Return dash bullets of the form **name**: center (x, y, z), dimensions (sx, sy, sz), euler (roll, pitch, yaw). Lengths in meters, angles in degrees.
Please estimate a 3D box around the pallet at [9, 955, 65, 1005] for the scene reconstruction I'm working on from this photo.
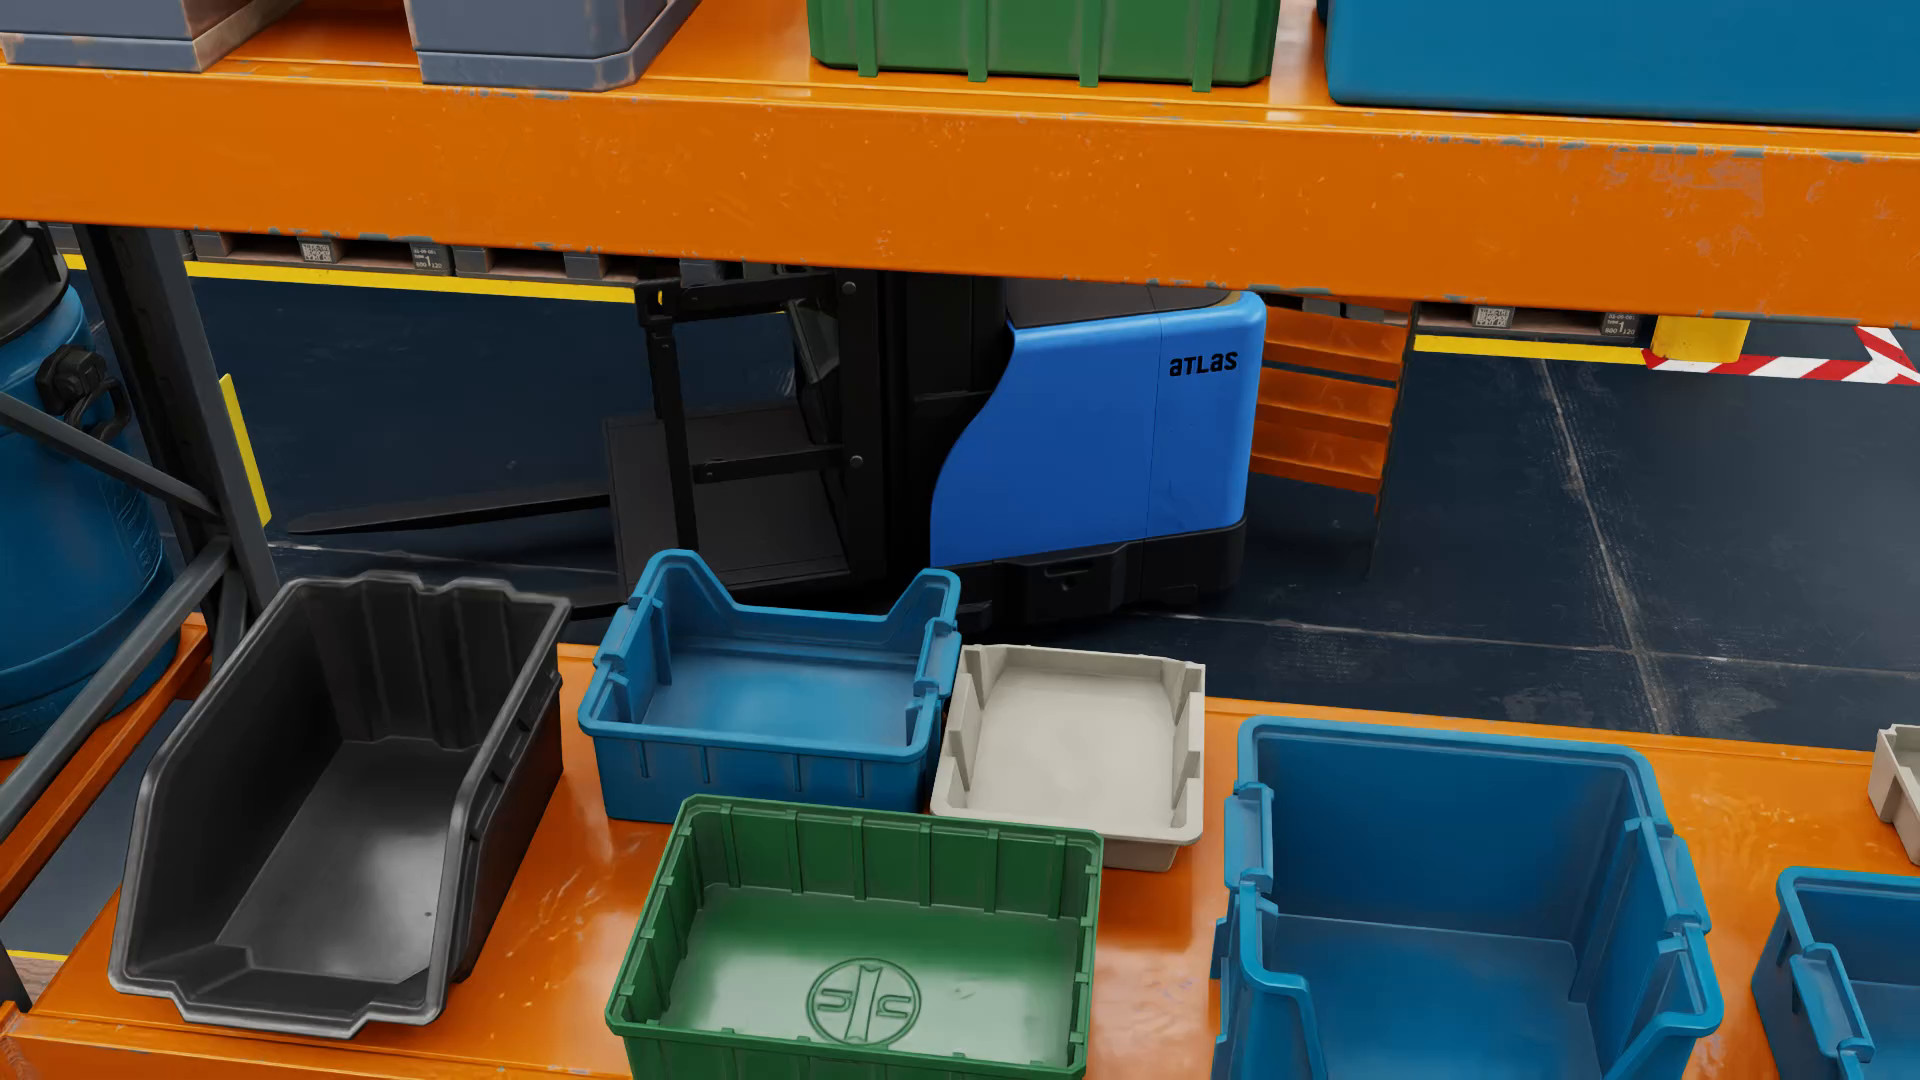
- **pallet**: center (-2.228, 1.379, 3.636), dimensions (1.213, 0.211, 1.003), euler (4, 36, 6)

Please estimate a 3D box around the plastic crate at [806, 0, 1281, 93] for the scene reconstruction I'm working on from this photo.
- **plastic crate**: center (0.086, -0.581, 1.582), dimensions (0.450, 0.188, 0.336), euler (4, 36, 6)

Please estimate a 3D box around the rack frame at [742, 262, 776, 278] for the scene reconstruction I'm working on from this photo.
- **rack frame**: center (-0.813, -2.574, 6.774), dimensions (0.127, 3.000, 1.000), euler (4, 36, 6)

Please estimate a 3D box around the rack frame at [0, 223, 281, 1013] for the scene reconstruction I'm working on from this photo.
- **rack frame**: center (-1.444, 0.280, 2.775), dimensions (0.127, 3.000, 1.000), euler (4, 36, 6)

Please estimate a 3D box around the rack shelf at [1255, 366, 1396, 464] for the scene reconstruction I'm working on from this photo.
- **rack shelf**: center (1.173, -0.417, 5.417), dimensions (0.480, 0.148, 0.258), euler (12, 37, 16)

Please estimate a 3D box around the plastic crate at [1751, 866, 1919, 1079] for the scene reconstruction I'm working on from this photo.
- **plastic crate**: center (1.345, 0.721, 2.286), dimensions (0.408, 0.251, 0.499), euler (4, 36, 6)

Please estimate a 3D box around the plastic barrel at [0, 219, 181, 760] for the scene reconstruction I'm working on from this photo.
- **plastic barrel**: center (-1.789, -0.127, 2.914), dimensions (0.708, 0.901, 0.600), euler (4, 36, 6)

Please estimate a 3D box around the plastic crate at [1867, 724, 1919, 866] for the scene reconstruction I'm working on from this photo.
- **plastic crate**: center (1.677, 0.432, 2.790), dimensions (0.250, 0.136, 0.298), euler (4, 36, 6)

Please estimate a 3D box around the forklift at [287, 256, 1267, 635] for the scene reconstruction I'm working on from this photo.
- **forklift**: center (-0.649, -1.081, 4.742), dimensions (3.031, 2.935, 1.130), euler (-8, 36, -11)

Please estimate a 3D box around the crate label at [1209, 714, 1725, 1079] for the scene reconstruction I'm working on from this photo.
- **crate label**: center (0.663, 0.581, 2.323), dimensions (0.616, 0.435, 0.502), euler (4, 36, 6)

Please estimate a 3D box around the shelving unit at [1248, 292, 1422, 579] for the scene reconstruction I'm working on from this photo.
- **shelving unit**: center (1.173, -0.471, 5.378), dimensions (0.503, 1.200, 0.258), euler (12, 37, 16)

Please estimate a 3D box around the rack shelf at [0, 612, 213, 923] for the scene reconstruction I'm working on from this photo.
- **rack shelf**: center (-3.428, 0.425, 3.192), dimensions (4.000, 0.370, 1.077), euler (4, 36, 6)

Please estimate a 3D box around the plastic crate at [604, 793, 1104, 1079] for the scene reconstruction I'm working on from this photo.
- **plastic crate**: center (-0.134, 0.629, 2.468), dimensions (0.662, 0.188, 0.450), euler (4, 36, 6)

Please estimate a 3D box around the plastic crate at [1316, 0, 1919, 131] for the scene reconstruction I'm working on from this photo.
- **plastic crate**: center (0.593, -0.606, 1.449), dimensions (0.575, 0.384, 0.392), euler (4, 36, 6)

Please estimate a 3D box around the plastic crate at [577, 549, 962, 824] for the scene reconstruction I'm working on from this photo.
- **plastic crate**: center (-0.312, 0.266, 2.923), dimensions (0.616, 0.251, 0.499), euler (4, 36, 6)

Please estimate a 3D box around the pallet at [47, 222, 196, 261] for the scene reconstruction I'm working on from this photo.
- **pallet**: center (-4.006, -1.676, 7.917), dimensions (1.213, 0.211, 1.003), euler (4, 36, 6)

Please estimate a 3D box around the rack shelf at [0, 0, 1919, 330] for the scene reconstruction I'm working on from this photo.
- **rack shelf**: center (0.539, -0.500, 1.906), dimensions (4.000, 0.370, 1.077), euler (4, 36, 6)

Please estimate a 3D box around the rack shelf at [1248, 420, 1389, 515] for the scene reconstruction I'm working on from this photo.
- **rack shelf**: center (1.173, -0.255, 5.532), dimensions (0.480, 0.148, 0.258), euler (12, 37, 16)

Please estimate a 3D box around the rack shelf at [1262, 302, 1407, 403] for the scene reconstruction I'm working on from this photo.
- **rack shelf**: center (1.173, -0.599, 5.287), dimensions (0.480, 0.148, 0.258), euler (12, 37, 16)

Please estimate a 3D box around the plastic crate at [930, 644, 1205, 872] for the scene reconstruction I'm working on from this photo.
- **plastic crate**: center (0.199, 0.362, 2.888), dimensions (0.437, 0.136, 0.530), euler (4, 36, 6)

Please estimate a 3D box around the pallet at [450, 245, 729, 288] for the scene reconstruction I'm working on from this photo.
- **pallet**: center (-1.586, -1.496, 7.664), dimensions (1.213, 0.211, 1.003), euler (4, 36, 6)

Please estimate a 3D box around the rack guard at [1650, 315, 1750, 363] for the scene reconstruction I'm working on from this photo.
- **rack guard**: center (3.079, -1.266, 7.093), dimensions (0.348, 0.500, 1.175), euler (4, 36, 6)

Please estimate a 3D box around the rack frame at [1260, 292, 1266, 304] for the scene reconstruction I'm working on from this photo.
- **rack frame**: center (0.943, -0.519, 5.445), dimensions (0.015, 1.200, 0.240), euler (12, 37, 16)

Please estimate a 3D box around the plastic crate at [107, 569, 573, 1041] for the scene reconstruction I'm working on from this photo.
- **plastic crate**: center (-0.941, 0.417, 2.637), dimensions (0.504, 0.338, 0.767), euler (4, 36, 6)

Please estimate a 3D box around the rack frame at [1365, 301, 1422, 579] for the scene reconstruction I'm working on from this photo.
- **rack frame**: center (1.402, -0.424, 5.311), dimensions (0.015, 1.200, 0.240), euler (12, 37, 16)

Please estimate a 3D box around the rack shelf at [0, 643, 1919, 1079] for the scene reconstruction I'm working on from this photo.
- **rack shelf**: center (0.539, 0.721, 2.777), dimensions (4.000, 0.370, 1.077), euler (4, 36, 6)

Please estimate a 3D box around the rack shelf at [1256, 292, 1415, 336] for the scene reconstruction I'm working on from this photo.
- **rack shelf**: center (1.173, -0.791, 5.149), dimensions (0.480, 0.148, 0.258), euler (12, 37, 16)

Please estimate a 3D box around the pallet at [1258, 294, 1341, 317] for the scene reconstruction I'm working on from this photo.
- **pallet**: center (1.071, -1.321, 7.419), dimensions (1.213, 0.211, 1.003), euler (4, 36, 6)

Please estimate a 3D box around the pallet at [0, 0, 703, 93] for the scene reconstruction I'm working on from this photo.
- **pallet**: center (-0.716, -0.867, 1.963), dimensions (1.003, 0.211, 1.213), euler (4, 36, 6)

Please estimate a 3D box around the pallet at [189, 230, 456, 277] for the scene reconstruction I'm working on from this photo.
- **pallet**: center (-2.799, -1.584, 7.788), dimensions (1.213, 0.211, 1.003), euler (4, 36, 6)

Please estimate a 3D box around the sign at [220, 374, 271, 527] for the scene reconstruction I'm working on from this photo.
- **sign**: center (-1.363, -0.149, 3.138), dimensions (0.005, 0.325, 0.100), euler (4, 36, 6)

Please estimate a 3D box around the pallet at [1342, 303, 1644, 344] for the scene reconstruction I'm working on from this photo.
- **pallet**: center (2.277, -1.229, 7.290), dimensions (1.213, 0.211, 1.003), euler (4, 36, 6)
